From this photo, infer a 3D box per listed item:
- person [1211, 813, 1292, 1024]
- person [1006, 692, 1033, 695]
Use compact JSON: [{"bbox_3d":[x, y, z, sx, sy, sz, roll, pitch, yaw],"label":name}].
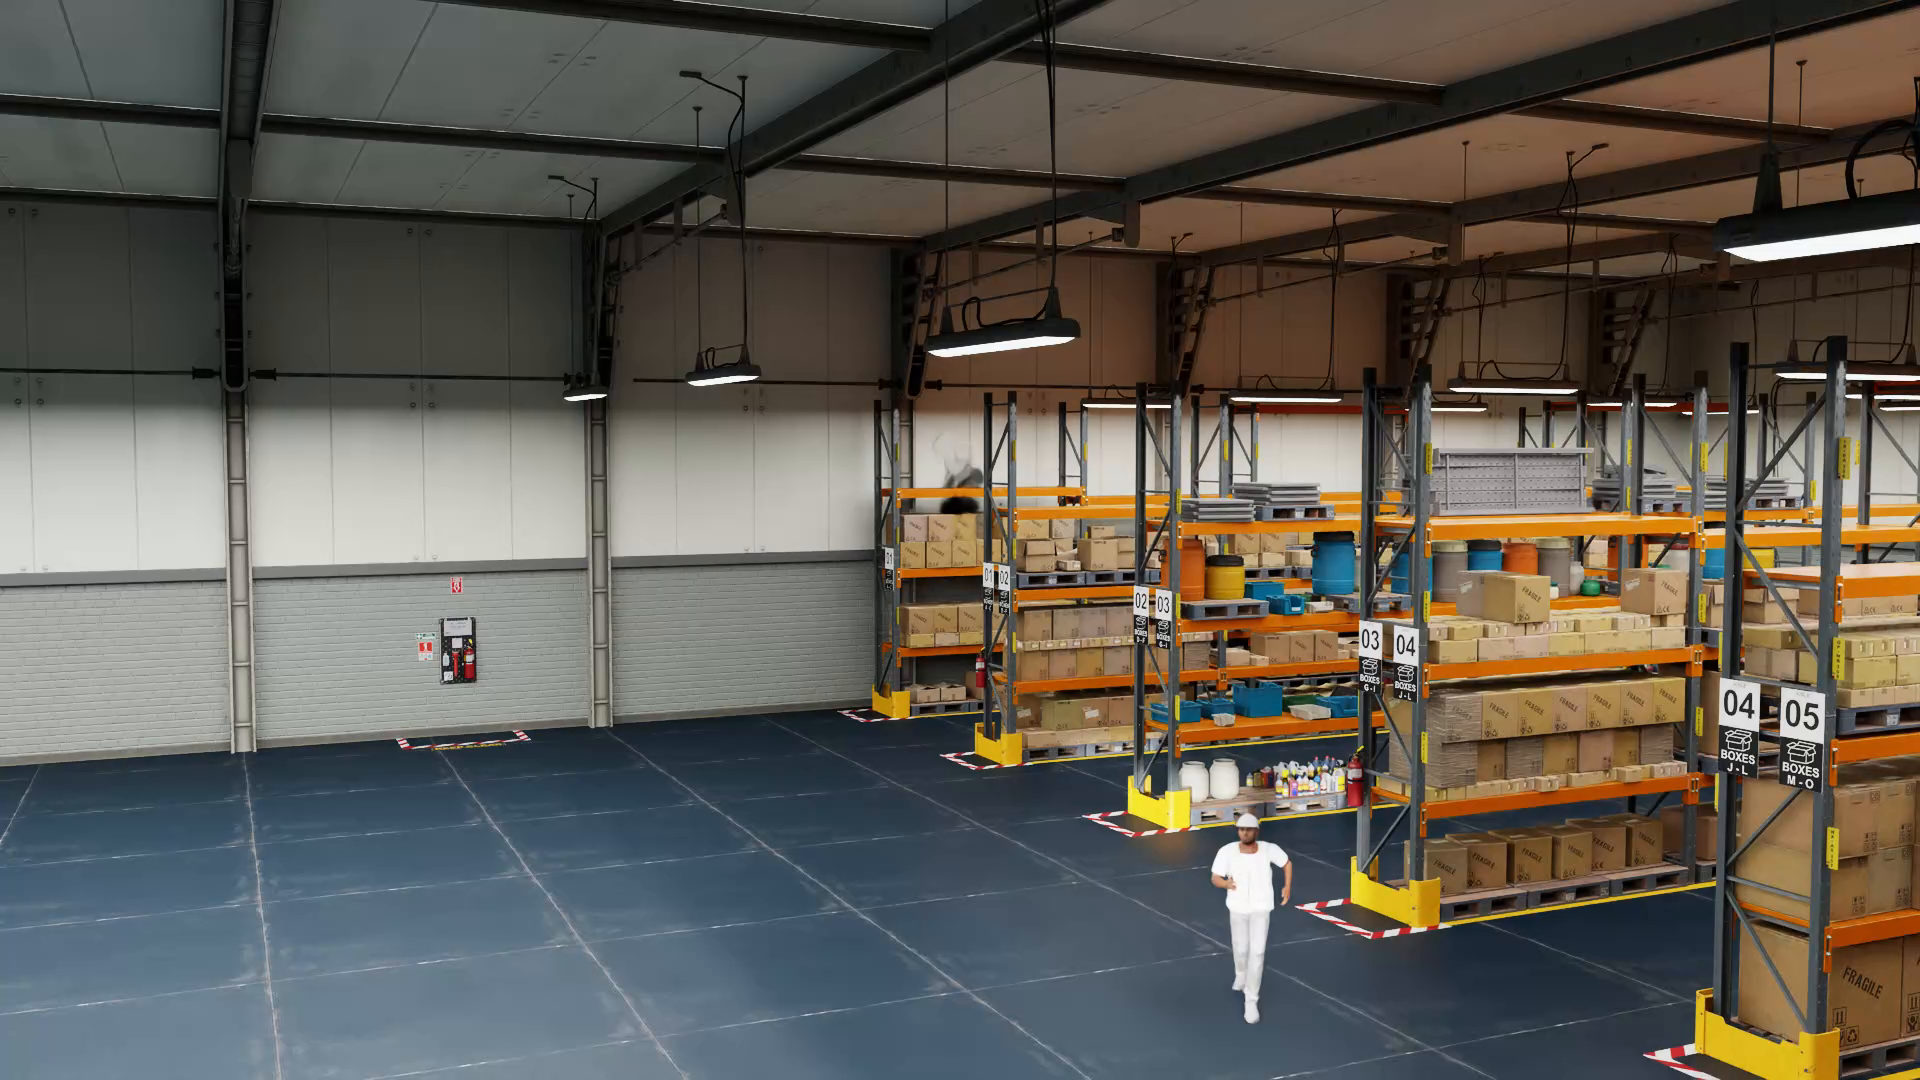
[{"bbox_3d":[2.649,3.399,15.224,0.706,1.779,0.944,1,3,17],"label":"person"},{"bbox_3d":[1.078,2.584,29.311,0.754,1.850,0.631,-2,4,-36],"label":"person"}]
